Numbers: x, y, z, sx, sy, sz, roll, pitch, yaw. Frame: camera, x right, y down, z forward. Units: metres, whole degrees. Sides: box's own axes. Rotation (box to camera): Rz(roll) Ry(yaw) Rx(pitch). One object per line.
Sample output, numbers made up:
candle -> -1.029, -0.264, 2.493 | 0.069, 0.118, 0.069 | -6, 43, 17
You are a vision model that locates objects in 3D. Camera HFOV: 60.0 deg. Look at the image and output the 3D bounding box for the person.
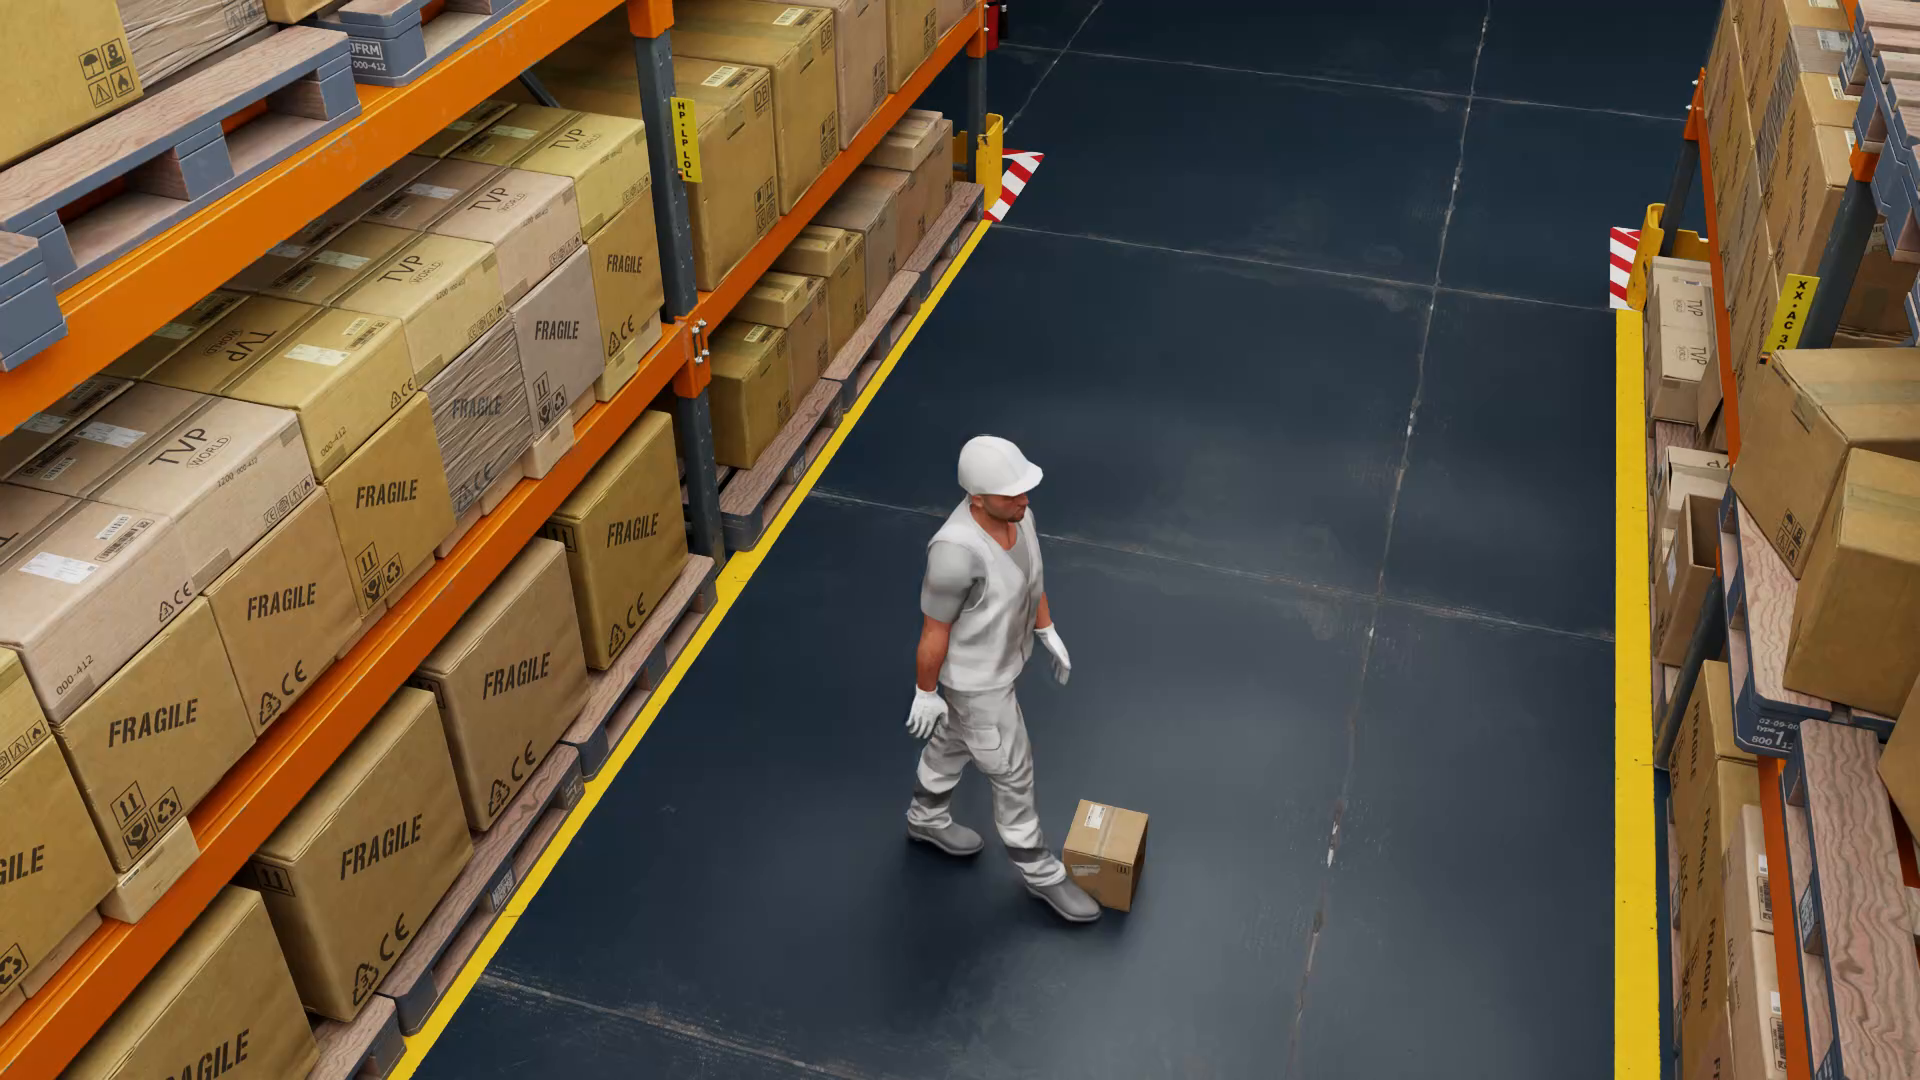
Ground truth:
person -> 0.183, 0.435, 5.511 | 0.801, 1.764, 0.588 | 14, 39, 18
